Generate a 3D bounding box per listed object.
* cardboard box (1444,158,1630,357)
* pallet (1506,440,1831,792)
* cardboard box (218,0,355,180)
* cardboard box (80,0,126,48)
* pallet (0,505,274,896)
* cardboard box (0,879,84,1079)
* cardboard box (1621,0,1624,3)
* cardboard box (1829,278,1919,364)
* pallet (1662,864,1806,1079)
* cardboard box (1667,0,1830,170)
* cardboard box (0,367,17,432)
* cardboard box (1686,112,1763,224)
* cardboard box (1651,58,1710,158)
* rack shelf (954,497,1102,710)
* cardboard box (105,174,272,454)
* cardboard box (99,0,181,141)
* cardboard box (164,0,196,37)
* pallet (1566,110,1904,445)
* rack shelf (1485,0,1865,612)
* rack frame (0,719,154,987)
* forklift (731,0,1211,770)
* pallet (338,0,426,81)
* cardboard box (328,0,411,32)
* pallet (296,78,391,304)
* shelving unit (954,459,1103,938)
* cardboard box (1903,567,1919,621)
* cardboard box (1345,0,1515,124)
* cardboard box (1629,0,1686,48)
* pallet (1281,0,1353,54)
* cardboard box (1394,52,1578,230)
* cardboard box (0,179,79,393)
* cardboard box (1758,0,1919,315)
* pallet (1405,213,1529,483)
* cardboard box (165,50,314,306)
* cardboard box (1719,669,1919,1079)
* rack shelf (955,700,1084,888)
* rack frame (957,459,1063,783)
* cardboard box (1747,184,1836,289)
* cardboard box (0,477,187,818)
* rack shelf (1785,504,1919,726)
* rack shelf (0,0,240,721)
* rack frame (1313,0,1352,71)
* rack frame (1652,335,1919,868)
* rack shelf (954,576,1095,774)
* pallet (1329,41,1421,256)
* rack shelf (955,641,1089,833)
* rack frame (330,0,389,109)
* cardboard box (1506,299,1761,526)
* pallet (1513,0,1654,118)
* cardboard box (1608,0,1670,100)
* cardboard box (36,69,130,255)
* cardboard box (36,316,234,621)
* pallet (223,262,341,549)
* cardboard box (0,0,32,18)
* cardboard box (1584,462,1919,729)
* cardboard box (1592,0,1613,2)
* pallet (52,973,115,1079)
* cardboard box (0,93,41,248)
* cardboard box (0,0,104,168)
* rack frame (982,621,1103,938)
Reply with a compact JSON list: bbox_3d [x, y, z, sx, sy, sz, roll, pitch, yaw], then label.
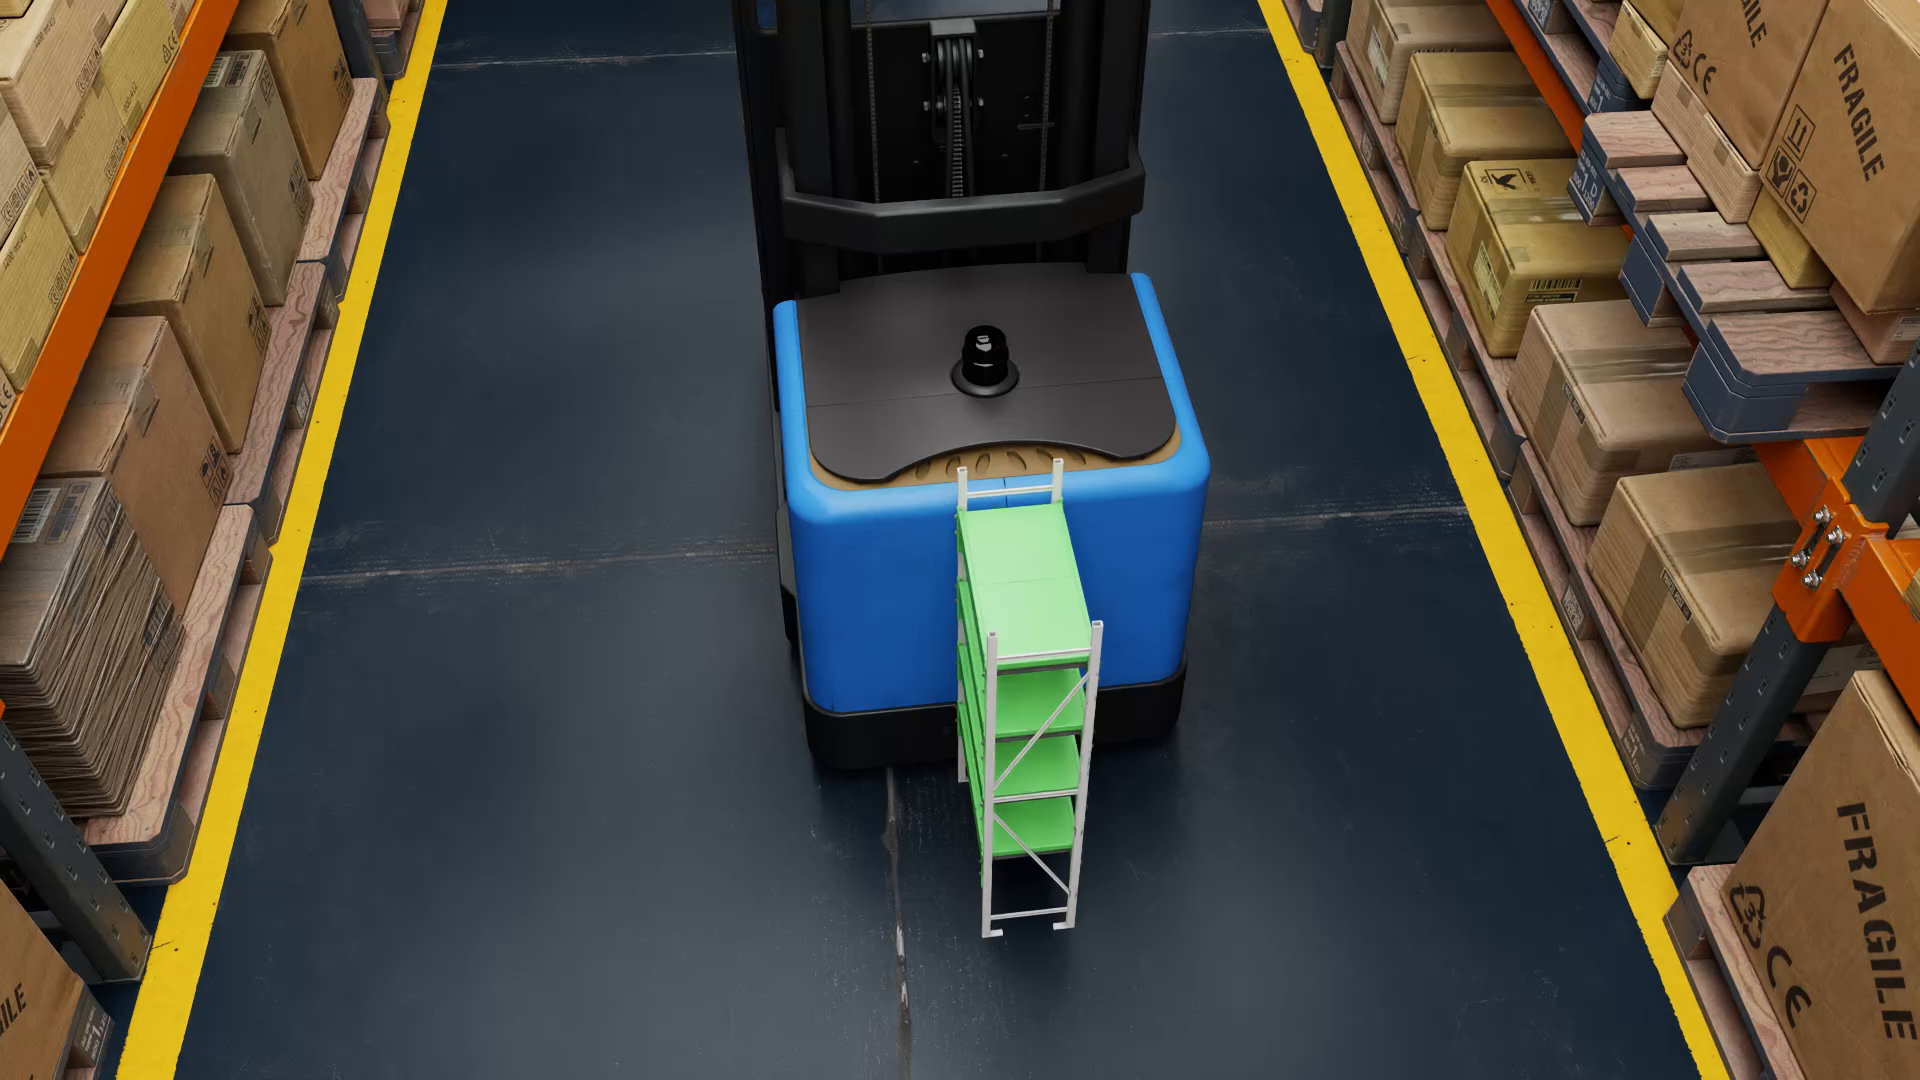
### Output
[{"bbox_3d":[2.215,-0.967,5.621,0.950,0.372,0.625,-2,47,-2],"label":"cardboard box"},{"bbox_3d":[2.316,0.159,4.954,1.003,0.211,1.213,-3,47,-3],"label":"pallet"},{"bbox_3d":[-2.846,-1.775,6.212,0.875,0.625,0.625,-2,47,-2],"label":"cardboard box"},{"bbox_3d":[-2.495,-1.497,4.360,0.500,0.250,0.500,-3,47,-3],"label":"cardboard box"},{"bbox_3d":[-2.596,0.431,4.697,1.003,0.211,1.213,-3,47,-3],"label":"pallet"},{"bbox_3d":[-2.317,1.078,3.596,0.500,0.500,0.500,-2,47,-2],"label":"cardboard box"},{"bbox_3d":[2.012,-1.455,4.446,0.380,0.149,0.250,-3,47,-3],"label":"cardboard box"},{"bbox_3d":[2.118,-0.515,3.556,0.380,0.149,0.250,-2,47,-2],"label":"cardboard box"},{"bbox_3d":[2.370,1.299,3.874,1.003,0.211,1.213,-3,47,-3],"label":"pallet"},{"bbox_3d":[2.010,-1.201,3.759,0.500,0.500,0.500,-4,47,-4],"label":"cardboard box"},{"bbox_3d":[-2.360,-0.215,3.490,0.500,0.250,0.500,-3,47,-3],"label":"cardboard box"},{"bbox_3d":[1.957,-0.885,3.906,0.380,0.149,0.250,-4,47,-4],"label":"cardboard box"},{"bbox_3d":[1.944,-1.067,4.079,0.380,0.149,0.250,-5,47,-5],"label":"cardboard box"},{"bbox_3d":[0.145,0.134,3.724,0.258,0.148,0.480,-5,47,-5],"label":"rack shelf"},{"bbox_3d":[-2.724,-0.669,5.164,0.875,0.625,0.625,-5,47,-5],"label":"cardboard box"},{"bbox_3d":[-2.489,-1.326,4.543,0.500,0.250,0.500,-2,47,-2],"label":"cardboard box"},{"bbox_3d":[-2.540,-1.699,4.897,0.500,0.250,0.500,-3,47,-3],"label":"cardboard box"},{"bbox_3d":[2.214,-0.678,3.958,1.213,0.211,1.003,-3,47,-3],"label":"pallet"},{"bbox_3d":[2.212,-1.434,5.038,1.077,0.370,4.000,-3,47,-3],"label":"rack shelf"},{"bbox_3d":[-2.566,0.070,3.118,1.000,3.000,0.127,-3,47,-3],"label":"rack frame"},{"bbox_3d":[-0.078,-1.458,4.612,1.130,2.935,3.031,-5,47,-5],"label":"forklift"},{"bbox_3d":[-2.926,-2.443,7.419,1.003,0.211,1.213,-3,47,-3],"label":"pallet"},{"bbox_3d":[-2.612,-2.393,7.055,0.500,0.250,0.500,-3,47,-3],"label":"cardboard box"},{"bbox_3d":[-2.801,-1.335,6.369,1.003,0.211,1.213,-3,47,-3],"label":"pallet"},{"bbox_3d":[0.145,0.420,4.026,0.258,1.200,0.503,-5,47,-5],"label":"shelving unit"},{"bbox_3d":[2.170,0.186,3.111,0.500,0.250,0.500,-4,47,-4],"label":"cardboard box"},{"bbox_3d":[2.091,-1.990,6.589,0.950,0.372,0.625,-3,47,-3],"label":"cardboard box"},{"bbox_3d":[1.967,-1.566,4.104,0.500,0.500,0.500,-6,47,-6],"label":"cardboard box"},{"bbox_3d":[1.953,-2.654,7.618,1.003,0.211,1.213,-3,47,-3],"label":"pallet"},{"bbox_3d":[2.155,-1.470,6.097,0.950,0.372,0.625,-1,47,-1],"label":"cardboard box"},{"bbox_3d":[-2.397,-0.579,3.835,0.500,0.250,0.500,-4,47,-4],"label":"cardboard box"},{"bbox_3d":[2.064,-0.828,3.405,0.500,0.500,0.500,-5,47,-4],"label":"cardboard box"},{"bbox_3d":[2.217,-0.722,5.788,1.003,0.211,1.213,-3,47,-3],"label":"pallet"},{"bbox_3d":[-2.789,-1.213,5.679,0.875,0.625,0.625,-4,47,-4],"label":"cardboard box"},{"bbox_3d":[2.355,0.856,3.547,0.875,0.875,0.875,-4,47,-4],"label":"cardboard box"},{"bbox_3d":[0.145,0.629,4.247,0.258,0.148,0.480,-5,47,-5],"label":"rack shelf"},{"bbox_3d":[0.114,0.244,4.192,0.240,1.200,0.015,-5,47,-5],"label":"rack frame"},{"bbox_3d":[2.023,-0.705,3.736,0.380,0.149,0.250,-3,47,-3],"label":"cardboard box"},{"bbox_3d":[-2.605,0.290,4.256,0.875,0.625,0.625,-2,47,-2],"label":"cardboard box"},{"bbox_3d":[2.547,1.460,2.297,1.077,0.370,4.000,-3,47,-3],"label":"rack shelf"},{"bbox_3d":[-2.734,-1.130,4.750,1.077,0.370,4.000,-3,47,-3],"label":"rack shelf"},{"bbox_3d":[2.045,-3.129,6.147,1.000,3.000,0.127,-3,47,-3],"label":"rack frame"},{"bbox_3d":[2.380,-0.235,3.406,1.000,3.000,0.127,-3,47,-3],"label":"rack frame"},{"bbox_3d":[0.145,0.299,3.898,0.258,0.148,0.480,-5,47,-5],"label":"rack shelf"},{"bbox_3d":[2.111,-1.607,6.626,1.003,0.211,1.213,-3,47,-3],"label":"pallet"},{"bbox_3d":[0.145,0.464,4.072,0.258,0.148,0.480,-5,47,-5],"label":"rack shelf"},{"bbox_3d":[-2.901,-2.824,5.859,1.000,3.000,0.127,-3,47,-3],"label":"rack frame"},{"bbox_3d":[2.272,-0.418,5.101,0.950,0.372,0.625,-4,47,-4],"label":"cardboard box"},{"bbox_3d":[2.173,-1.598,4.830,1.003,0.211,1.213,-3,47,-3],"label":"pallet"},{"bbox_3d":[1.907,-1.265,4.266,0.380,0.149,0.250,-3,47,-3],"label":"cardboard box"},{"bbox_3d":[-2.447,-0.951,4.188,0.500,0.250,0.500,-5,47,-5],"label":"cardboard box"},{"bbox_3d":[-2.668,-0.182,4.703,0.875,0.625,0.625,-2,47,-2],"label":"cardboard box"},{"bbox_3d":[-2.695,-0.450,5.531,1.003,0.211,1.213,-3,47,-3],"label":"pallet"},{"bbox_3d":[-2.418,-1.369,3.965,0.380,0.149,0.250,-3,47,-2],"label":"cardboard box"},{"bbox_3d":[2.342,0.115,4.596,0.950,0.372,0.625,-6,47,-6],"label":"cardboard box"},{"bbox_3d":[1.909,-1.632,4.613,0.380,0.149,0.250,-5,47,-5],"label":"cardboard box"},{"bbox_3d":[-2.542,1.571,3.617,1.003,0.211,1.213,-3,47,-3],"label":"pallet"},{"bbox_3d":[-2.401,-0.749,3.652,0.500,0.250,0.500,-2,47,-2],"label":"cardboard box"},{"bbox_3d":[-2.427,-1.129,4.012,0.500,0.250,0.500,-5,47,-4],"label":"cardboard box"},{"bbox_3d":[0.175,0.596,3.860,0.240,1.200,0.015,-5,47,-5],"label":"rack frame"}]
